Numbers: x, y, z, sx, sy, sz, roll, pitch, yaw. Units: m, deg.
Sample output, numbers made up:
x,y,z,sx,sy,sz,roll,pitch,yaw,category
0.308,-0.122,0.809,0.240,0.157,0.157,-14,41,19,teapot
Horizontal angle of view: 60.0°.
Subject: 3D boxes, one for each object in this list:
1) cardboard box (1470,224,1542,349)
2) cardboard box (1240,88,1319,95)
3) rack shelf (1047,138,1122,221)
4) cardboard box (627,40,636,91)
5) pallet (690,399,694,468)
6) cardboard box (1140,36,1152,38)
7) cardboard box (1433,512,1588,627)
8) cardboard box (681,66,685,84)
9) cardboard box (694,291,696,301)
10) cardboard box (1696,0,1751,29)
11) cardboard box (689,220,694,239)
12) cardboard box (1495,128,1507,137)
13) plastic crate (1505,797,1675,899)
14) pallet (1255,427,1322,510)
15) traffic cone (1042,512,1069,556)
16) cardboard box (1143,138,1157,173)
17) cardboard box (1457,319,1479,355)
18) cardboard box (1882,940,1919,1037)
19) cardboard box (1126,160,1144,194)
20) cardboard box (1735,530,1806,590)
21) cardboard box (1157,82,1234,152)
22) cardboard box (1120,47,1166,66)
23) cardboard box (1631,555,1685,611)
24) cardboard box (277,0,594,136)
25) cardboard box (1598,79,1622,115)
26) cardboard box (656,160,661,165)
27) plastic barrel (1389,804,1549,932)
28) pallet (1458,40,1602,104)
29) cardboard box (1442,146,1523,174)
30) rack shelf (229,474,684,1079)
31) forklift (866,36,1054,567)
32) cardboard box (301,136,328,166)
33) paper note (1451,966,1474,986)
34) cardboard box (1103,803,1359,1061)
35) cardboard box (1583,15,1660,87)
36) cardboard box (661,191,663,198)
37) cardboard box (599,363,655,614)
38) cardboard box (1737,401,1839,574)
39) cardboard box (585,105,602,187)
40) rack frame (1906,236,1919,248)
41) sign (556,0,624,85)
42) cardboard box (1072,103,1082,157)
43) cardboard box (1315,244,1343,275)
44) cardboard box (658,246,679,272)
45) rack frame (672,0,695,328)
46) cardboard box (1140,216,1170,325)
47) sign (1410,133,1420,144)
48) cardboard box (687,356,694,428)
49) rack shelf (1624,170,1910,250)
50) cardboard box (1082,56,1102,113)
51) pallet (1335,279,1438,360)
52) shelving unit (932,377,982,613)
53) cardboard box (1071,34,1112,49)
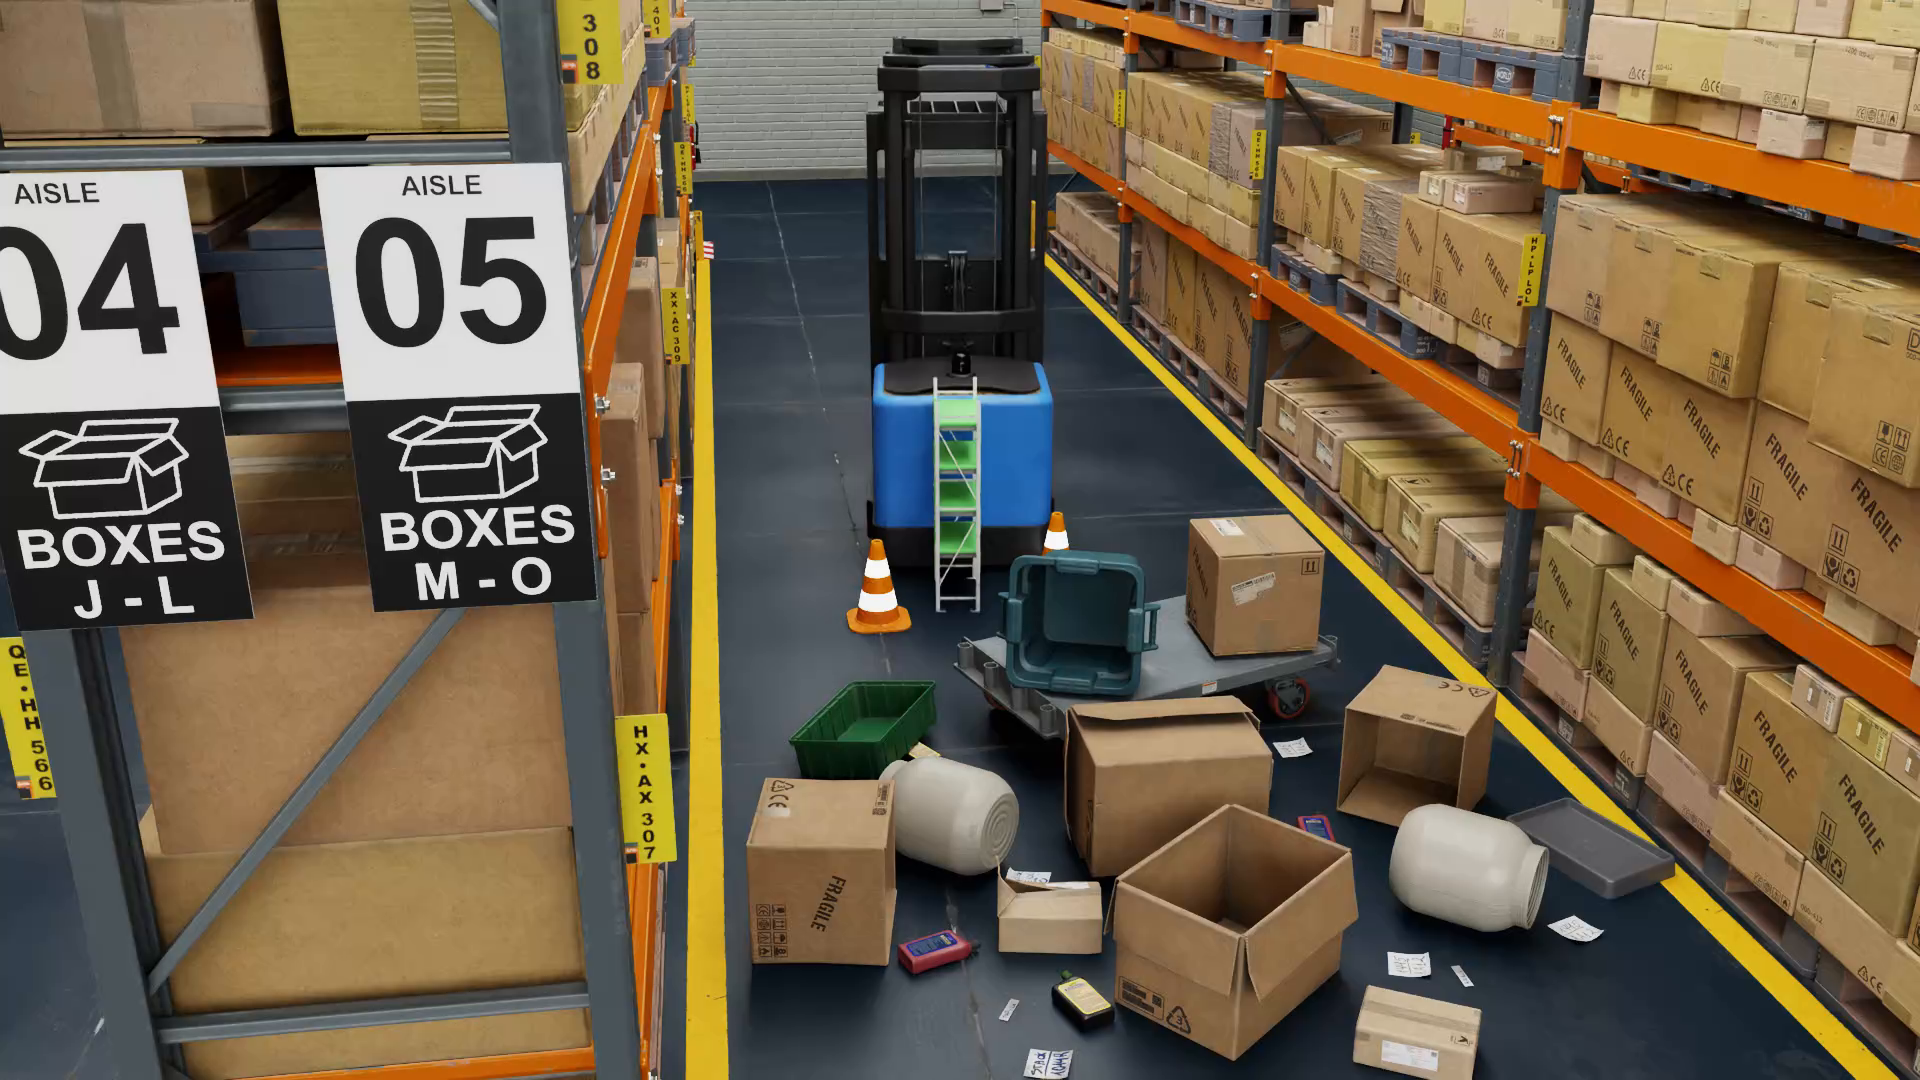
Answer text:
x,y,z,sx,sy,sz,roll,pitch,yaw,category
2.848,-1.241,8.085,0.500,0.500,0.500,-3,21,-9,cardboard box
2.526,-3.319,13.245,0.500,0.500,0.500,-3,21,-7,cardboard box
1.700,-3.835,17.226,1.077,0.370,4.000,-3,21,-8,rack shelf
-1.227,-1.495,5.261,0.380,0.149,0.250,-3,21,-7,cardboard box
-2.430,-0.775,11.989,1.003,0.211,1.213,-3,21,-8,pallet
1.919,-5.039,16.922,0.380,0.149,0.250,-2,21,-6,cardboard box
3.063,0.143,8.703,0.950,0.372,0.625,-3,21,-7,cardboard box
-2.851,-4.373,15.641,0.500,0.500,0.500,-3,21,-7,cardboard box
-2.669,-2.291,15.537,0.380,0.149,0.250,-2,21,-6,cardboard box
2.971,-1.973,6.144,0.380,0.149,0.250,-3,21,-8,cardboard box
-2.934,-3.193,17.103,0.380,0.149,0.250,-2,21,-6,cardboard box
6.229,-4.606,18.619,0.380,0.149,0.250,-2,21,-6,cardboard box
2.556,1.243,6.775,0.402,0.080,0.583,-11,23,-26,plastic crate
2.676,-0.518,11.302,1.003,0.211,1.213,-3,21,-8,pallet
0.546,0.070,9.368,0.336,0.463,0.334,-3,21,-8,traffic cone
1.875,-3.298,14.260,0.500,0.250,0.500,-3,21,-7,cardboard box
2.773,-1.046,8.487,0.380,0.149,0.250,-4,21,-9,cardboard box
3.332,1.492,5.265,0.500,0.250,0.500,-3,21,-8,cardboard box
1.790,-3.244,14.829,0.500,0.250,0.500,-3,21,-9,cardboard box
3.108,0.062,6.122,0.380,0.149,0.250,-3,21,-8,cardboard box
1.938,-3.480,13.674,0.500,0.500,0.500,-3,21,-9,cardboard box
1.698,-4.486,15.442,0.380,0.149,0.250,-2,21,-6,cardboard box
2.994,0.168,6.810,0.380,0.149,0.250,-2,21,-6,cardboard box
-0.981,-0.938,3.201,0.500,0.250,0.500,-3,21,-8,cardboard box
2.941,-1.876,7.024,0.380,0.149,0.250,-3,21,-9,cardboard box
-2.304,-2.608,11.820,0.380,0.149,0.250,-4,21,-10,cardboard box
1.922,1.243,6.283,0.512,0.421,0.421,12,24,30,plastic barrel
3.158,-2.246,7.925,1.213,0.211,1.003,-3,21,-8,pallet
3.080,-2.230,9.803,0.380,0.149,0.250,-4,21,-10,cardboard box
-1.454,0.604,5.340,1.077,0.370,4.000,-3,21,-8,rack shelf
-0.029,-1.684,10.537,1.130,2.935,3.031,-1,20,-2,forklift
-1.658,-0.933,3.757,0.380,0.149,0.250,-3,21,-7,cardboard box
1.810,1.571,5.994,0.032,0.001,0.123,-3,21,-8,paper note
0.959,1.364,5.845,0.637,0.503,0.797,17,27,39,cardboard box
2.934,-2.018,6.835,0.500,0.250,0.500,-3,21,-9,cardboard box
-2.231,-2.300,11.421,0.380,0.149,0.250,-2,21,-5,cardboard box
-1.298,-0.134,4.529,0.875,0.550,0.550,-3,21,-8,cardboard box
3.176,-0.209,5.920,0.500,0.500,0.500,-3,21,-7,cardboard box
-0.936,-0.795,3.386,0.380,0.149,0.250,-3,21,-7,cardboard box
7.476,-2.347,12.212,1.000,3.000,0.127,-3,21,-8,rack frame
-0.616,-0.918,2.738,0.100,0.325,0.005,-3,21,-8,sign
1.441,-4.208,17.052,0.500,0.500,0.500,-2,21,-6,cardboard box
2.448,-1.759,10.398,0.380,0.149,0.250,-3,21,-7,cardboard box
-1.846,-1.369,9.451,0.500,0.500,0.500,-3,21,-9,cardboard box
-2.896,-3.195,14.484,1.000,3.000,0.127,-3,21,-8,rack frame
2.157,-2.471,14.981,0.875,0.875,0.875,-2,21,-6,cardboard box
3.100,-2.631,11.432,0.100,0.325,0.005,-3,21,-8,sign
-2.169,-1.094,11.830,0.500,0.500,0.500,-4,21,-10,cardboard box
7.188,-2.702,14.192,1.077,0.370,4.000,-3,21,-8,rack shelf
1.499,-4.497,16.396,0.500,0.500,0.500,-3,21,-7,cardboard box
2.891,-1.322,9.742,1.003,0.211,1.213,-3,21,-8,pallet
-0.019,-0.250,9.172,0.258,1.200,0.503,-1,20,-2,shelving unit
1.367,-5.186,17.314,0.380,0.149,0.250,-3,21,-7,cardboard box
